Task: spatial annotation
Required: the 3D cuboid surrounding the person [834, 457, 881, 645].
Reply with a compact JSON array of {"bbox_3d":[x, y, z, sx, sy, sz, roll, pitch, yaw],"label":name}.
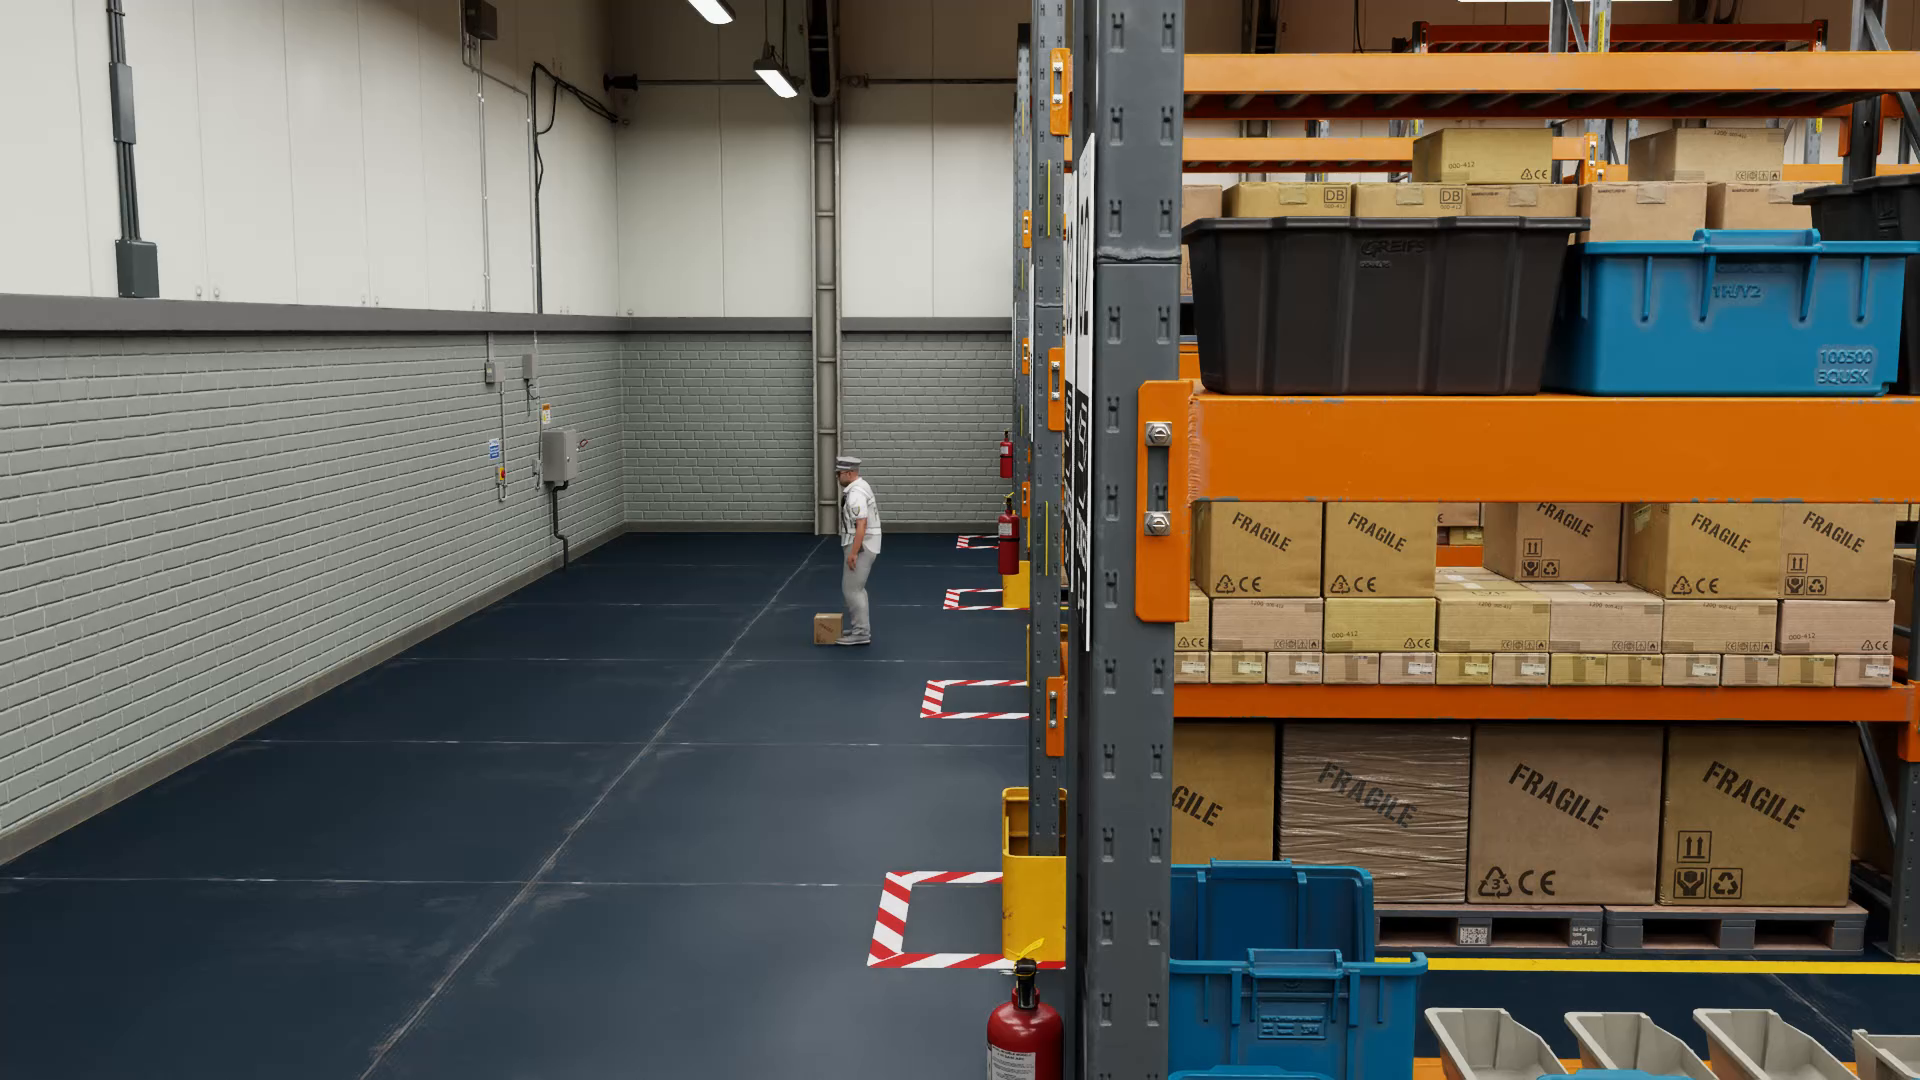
[{"bbox_3d":[-0.953,0.091,15.517,0.437,1.747,0.603,0,7,-2],"label":"person"}]
